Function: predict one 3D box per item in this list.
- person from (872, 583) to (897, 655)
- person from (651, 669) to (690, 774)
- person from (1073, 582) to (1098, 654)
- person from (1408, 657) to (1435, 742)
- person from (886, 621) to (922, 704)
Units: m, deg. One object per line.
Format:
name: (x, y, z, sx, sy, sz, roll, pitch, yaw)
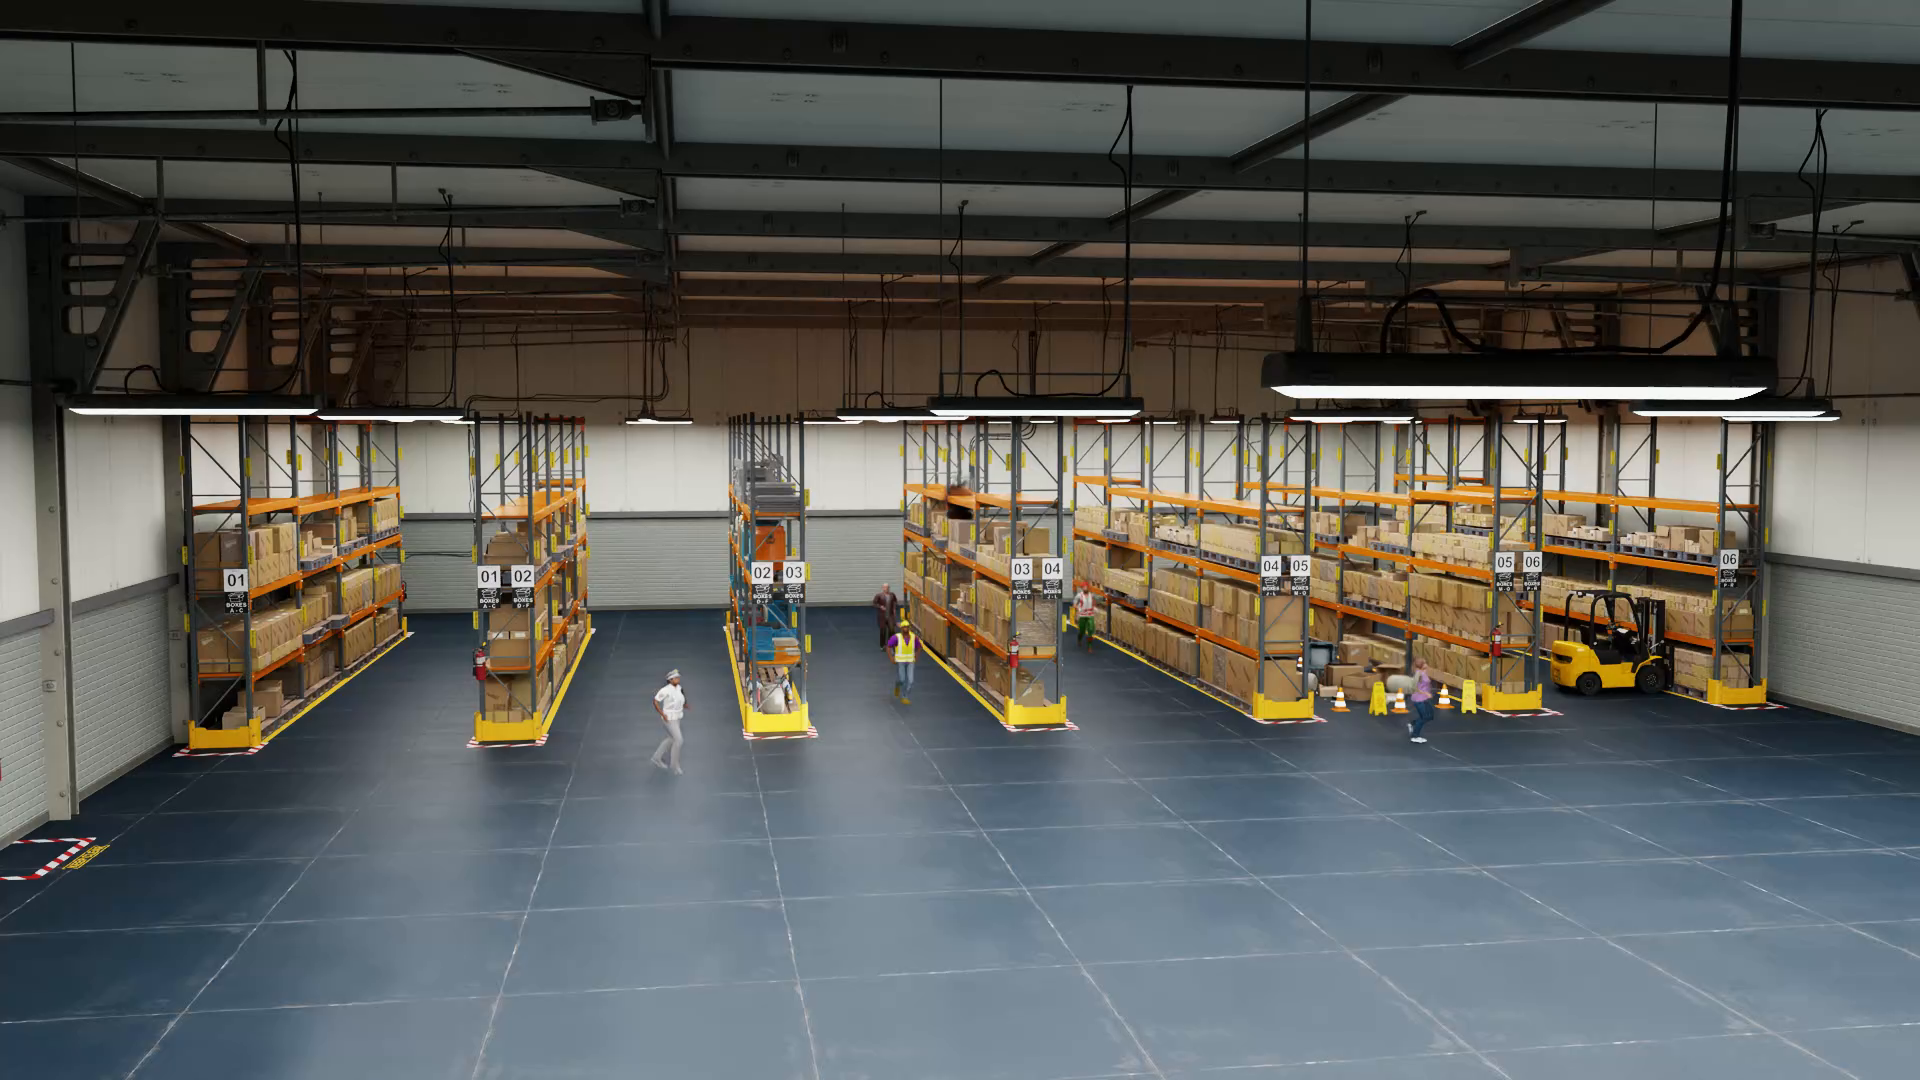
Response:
person: (-1.884, 1.991, 42.005, 0.689, 1.827, 0.832, -1, 4, -13)
person: (-4.817, 3.016, 27.620, 0.693, 1.769, 0.601, 1, 4, 21)
person: (3.207, 1.956, 42.301, 0.669, 1.779, 1.006, -1, 4, -11)
person: (8.348, 2.896, 30.106, 0.529, 1.554, 0.509, 3, 5, 34)
person: (-1.134, 2.527, 34.380, 0.756, 1.720, 0.559, -1, 4, -16)
